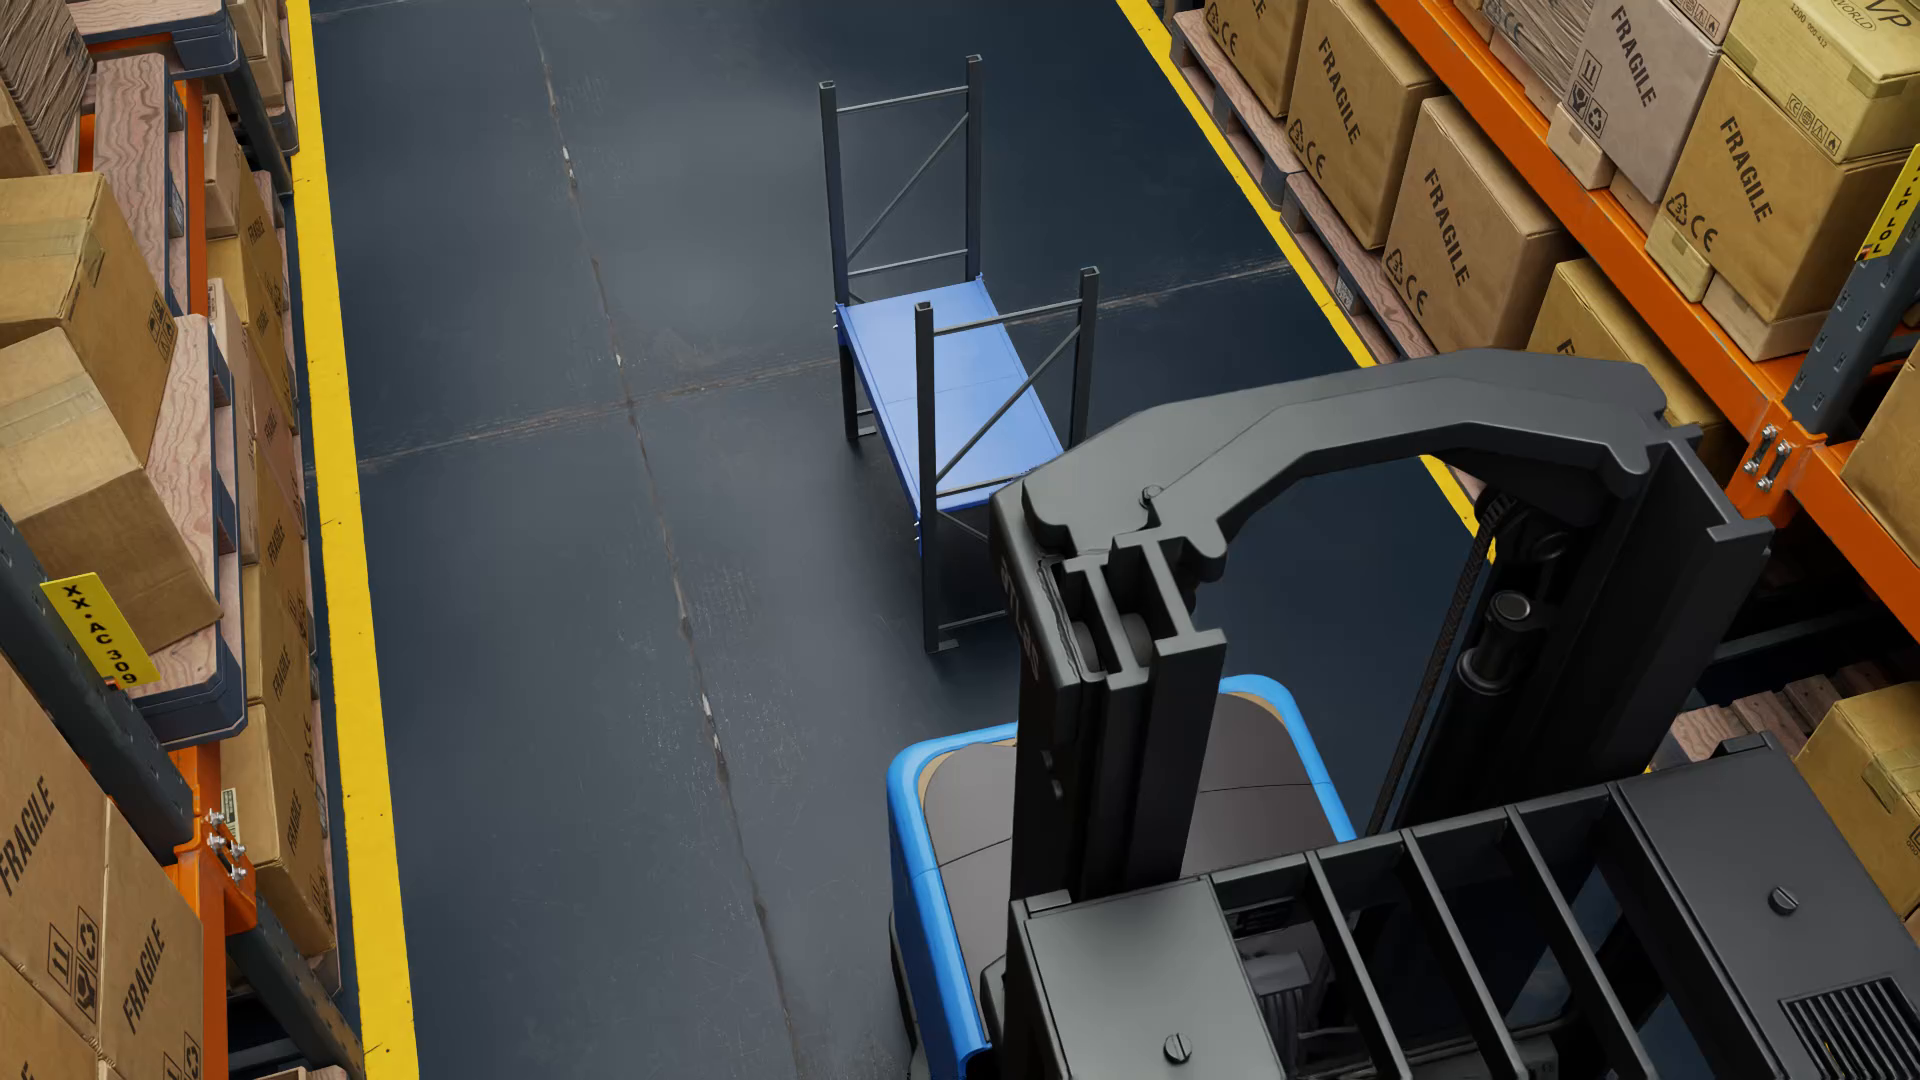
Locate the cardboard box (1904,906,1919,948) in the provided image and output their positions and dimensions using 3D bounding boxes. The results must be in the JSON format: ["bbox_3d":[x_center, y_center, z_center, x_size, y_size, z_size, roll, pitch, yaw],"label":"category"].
[{"bbox_3d":[2.896,1.066,4.249,0.700,0.500,0.500,-14,51,-11],"label":"cardboard box"}]

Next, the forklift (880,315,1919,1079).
[{"bbox_3d":[0.646,1.198,2.823,1.130,2.935,3.031,-11,51,-9],"label":"forklift"}]

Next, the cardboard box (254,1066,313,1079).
[{"bbox_3d":[-1.664,1.598,3.788,0.500,0.500,0.500,-13,51,-11],"label":"cardboard box"}]

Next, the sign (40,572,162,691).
[{"bbox_3d":[-1.587,0.175,3.075,0.100,0.325,0.005,-13,51,-11],"label":"sign"}]

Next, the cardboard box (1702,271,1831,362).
[{"bbox_3d":[2.257,-0.649,4.487,0.380,0.149,0.250,-13,51,-11],"label":"cardboard box"}]

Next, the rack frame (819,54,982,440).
[{"bbox_3d":[-0.176,-0.917,5.542,0.500,1.500,0.032,-13,51,-11],"label":"rack frame"}]

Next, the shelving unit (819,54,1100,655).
[{"bbox_3d":[-0.025,-0.546,5.229,0.538,1.500,1.048,-13,51,-11],"label":"shelving unit"}]

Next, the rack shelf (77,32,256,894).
[{"bbox_3d":[-2.695,-0.647,4.804,1.077,0.370,4.000,-13,51,-11],"label":"rack shelf"}]

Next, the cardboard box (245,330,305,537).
[{"bbox_3d":[-2.472,-0.286,5.376,0.500,0.500,0.500,-15,52,-12],"label":"cardboard box"}]

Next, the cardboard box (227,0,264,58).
[{"bbox_3d":[-3.161,-2.218,6.815,0.500,0.311,0.500,-12,51,-10],"label":"cardboard box"}]

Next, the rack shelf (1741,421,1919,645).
[{"bbox_3d":[3.219,1.152,3.288,1.077,0.370,4.000,-13,51,-11],"label":"rack shelf"}]

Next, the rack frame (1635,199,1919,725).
[{"bbox_3d":[2.628,-0.541,4.244,1.000,3.000,0.127,-13,51,-11],"label":"rack frame"}]

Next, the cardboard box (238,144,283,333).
[{"bbox_3d":[-2.786,-1.046,6.017,0.500,0.500,0.500,-12,51,-10],"label":"cardboard box"}]

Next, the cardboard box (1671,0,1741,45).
[{"bbox_3d":[2.103,-1.576,4.353,0.500,0.250,0.500,-12,51,-10],"label":"cardboard box"}]

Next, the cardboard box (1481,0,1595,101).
[{"bbox_3d":[1.949,-1.695,4.944,0.500,0.500,0.500,-13,51,-11],"label":"cardboard box"}]

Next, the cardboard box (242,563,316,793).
[{"bbox_3d":[-2.182,0.450,4.756,0.500,0.500,0.500,-13,51,-10],"label":"cardboard box"}]

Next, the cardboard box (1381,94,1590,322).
[{"bbox_3d":[2.045,-1.077,5.828,0.750,0.750,0.750,-12,51,-10],"label":"cardboard box"}]

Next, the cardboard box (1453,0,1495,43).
[{"bbox_3d":[1.856,-1.784,5.443,0.380,0.149,0.250,-12,51,-10],"label":"cardboard box"}]

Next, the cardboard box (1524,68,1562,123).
[{"bbox_3d":[1.983,-1.401,5.120,0.380,0.149,0.250,-13,51,-11],"label":"cardboard box"}]

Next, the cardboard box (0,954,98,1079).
[{"bbox_3d":[-1.553,0.912,2.300,0.500,0.500,0.500,-14,51,-12],"label":"cardboard box"}]

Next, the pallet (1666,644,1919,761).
[{"bbox_3d":[2.778,0.931,4.827,1.003,0.211,1.213,-13,51,-11],"label":"pallet"}]

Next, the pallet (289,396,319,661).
[{"bbox_3d":[-2.745,0.002,5.610,1.003,0.211,1.213,-13,51,-11],"label":"pallet"}]

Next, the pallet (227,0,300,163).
[{"bbox_3d":[-3.493,-2.051,7.341,1.003,0.211,1.213,-13,51,-11],"label":"pallet"}]

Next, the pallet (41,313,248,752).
[{"bbox_3d":[-2.236,0.035,3.884,1.003,0.211,1.213,-13,51,-11],"label":"pallet"}]

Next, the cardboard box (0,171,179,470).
[{"bbox_3d":[-2.294,-0.470,3.844,0.700,0.500,0.500,-6,50,-5],"label":"cardboard box"}]

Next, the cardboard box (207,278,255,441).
[{"bbox_3d":[-2.458,-0.501,5.067,0.500,0.250,0.500,-14,51,-12],"label":"cardboard box"}]

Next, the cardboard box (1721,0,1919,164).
[{"bbox_3d":[2.245,-1.200,4.037,0.500,0.250,0.500,-12,51,-10],"label":"cardboard box"}]

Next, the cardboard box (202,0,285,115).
[{"bbox_3d":[-3.161,-2.038,7.030,0.500,0.250,0.500,-13,51,-11],"label":"cardboard box"}]

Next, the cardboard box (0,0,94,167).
[{"bbox_3d":[-2.904,-1.362,4.596,0.700,0.500,0.500,-5,50,-4],"label":"cardboard box"}]

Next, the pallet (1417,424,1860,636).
[{"bbox_3d":[2.327,-0.189,5.771,1.003,0.211,1.213,-13,51,-11],"label":"pallet"}]

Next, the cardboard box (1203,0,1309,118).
[{"bbox_3d":[1.537,-2.338,6.891,0.750,0.750,0.750,-14,51,-11],"label":"cardboard box"}]

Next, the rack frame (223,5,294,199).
[{"bbox_3d":[-3.286,-2.340,5.760,1.000,3.000,0.127,-13,51,-11],"label":"rack frame"}]

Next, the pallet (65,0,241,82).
[{"bbox_3d":[-3.019,-1.799,5.430,1.213,0.211,1.003,-13,51,-11],"label":"pallet"}]

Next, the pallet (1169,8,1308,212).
[{"bbox_3d":[1.606,-1.971,7.273,1.003,0.211,1.213,-13,51,-11],"label":"pallet"}]

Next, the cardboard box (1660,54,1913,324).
[{"bbox_3d":[2.250,-0.956,4.321,0.500,0.500,0.500,-14,51,-12],"label":"cardboard box"}]

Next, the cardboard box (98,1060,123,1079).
[{"bbox_3d":[-1.557,1.233,2.683,0.500,0.500,0.500,-12,51,-10],"label":"cardboard box"}]

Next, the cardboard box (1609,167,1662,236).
[{"bbox_3d":[2.126,-1.028,4.806,0.380,0.149,0.250,-12,51,-10],"label":"cardboard box"}]
